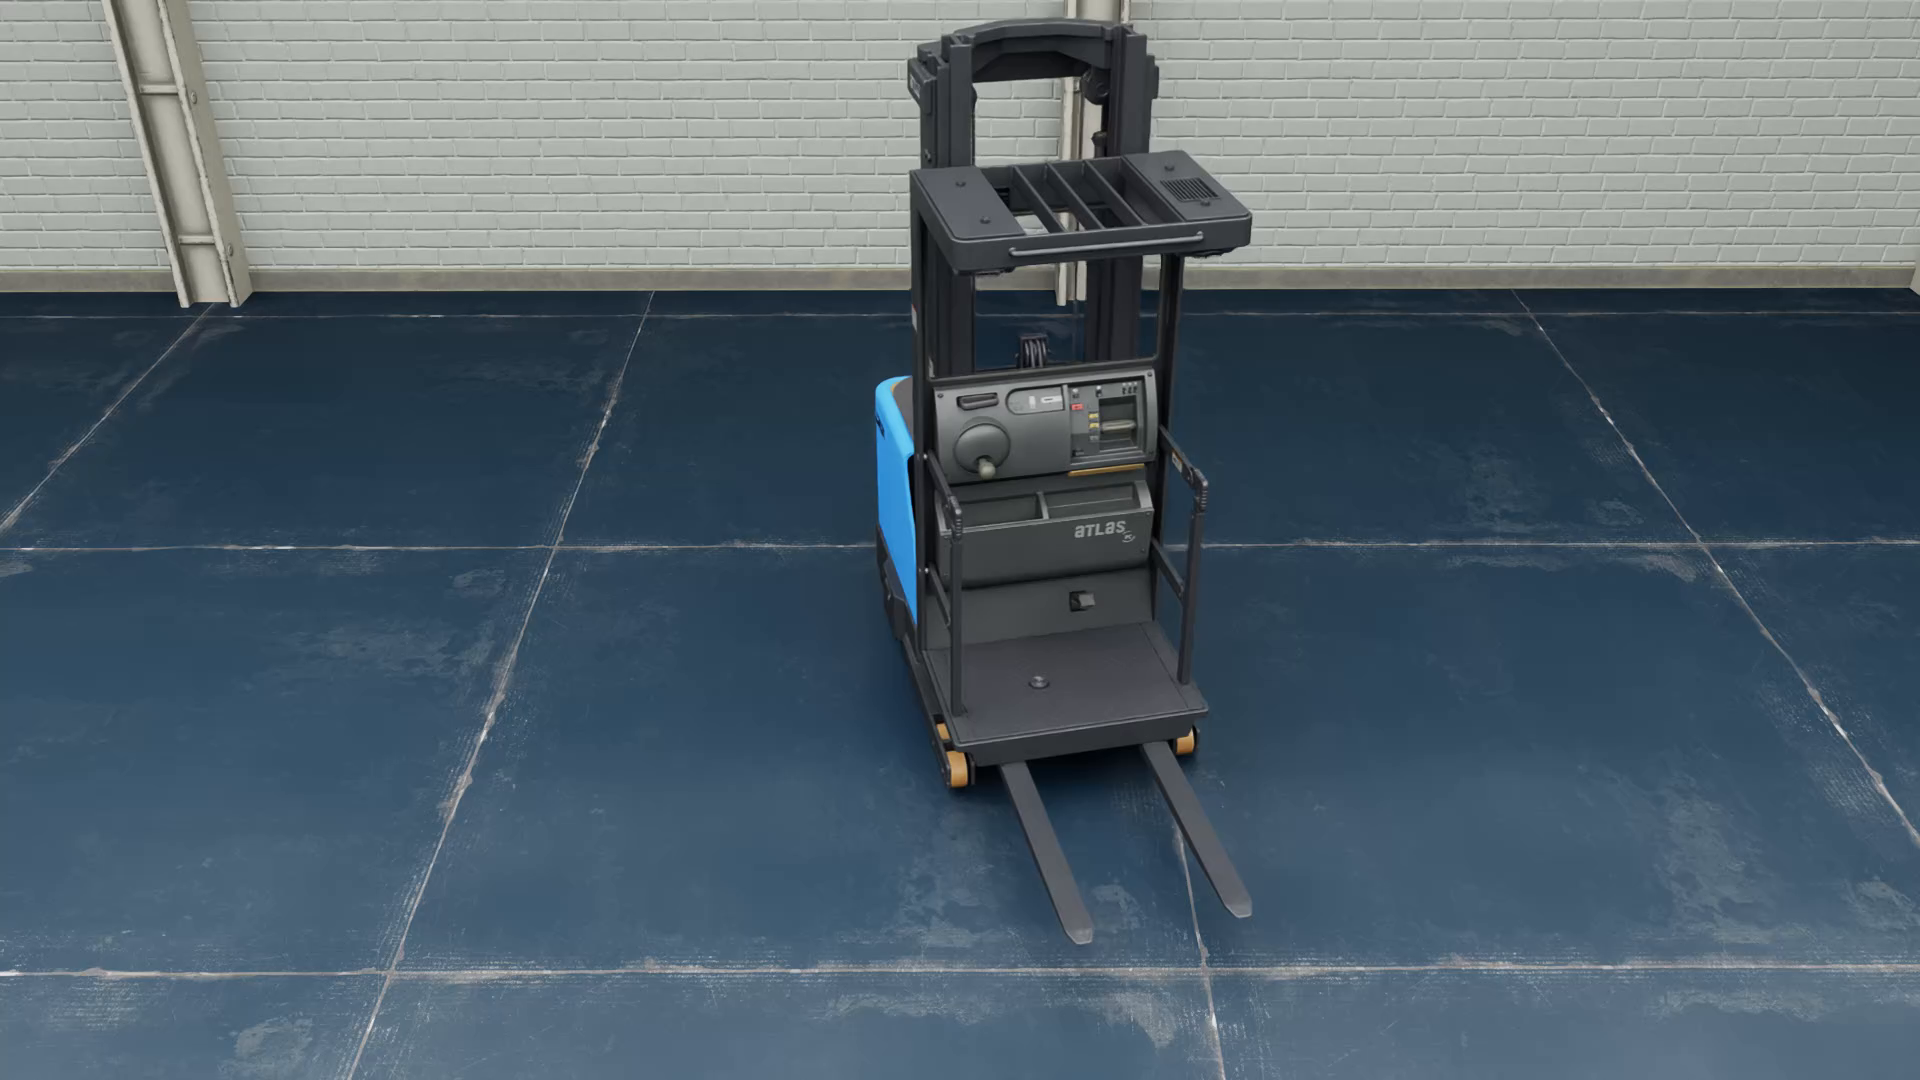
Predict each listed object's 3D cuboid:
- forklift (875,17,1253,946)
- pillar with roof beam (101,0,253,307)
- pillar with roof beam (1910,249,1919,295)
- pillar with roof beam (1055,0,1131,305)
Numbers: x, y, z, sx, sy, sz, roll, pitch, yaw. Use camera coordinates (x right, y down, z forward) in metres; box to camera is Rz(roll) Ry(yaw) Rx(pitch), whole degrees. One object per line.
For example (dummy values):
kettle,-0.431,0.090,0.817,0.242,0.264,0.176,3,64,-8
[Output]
forklift,0.406,-0.420,6.617,1.130,2.935,3.031,-7,32,-11
pillar with roof beam,-5.109,-3.287,5.492,0.400,9.000,9.100,0,31,0
pillar with roof beam,6.891,-3.324,5.554,0.400,9.000,9.100,0,31,0
pillar with roof beam,0.891,-3.306,5.523,0.400,9.000,9.100,0,31,0
